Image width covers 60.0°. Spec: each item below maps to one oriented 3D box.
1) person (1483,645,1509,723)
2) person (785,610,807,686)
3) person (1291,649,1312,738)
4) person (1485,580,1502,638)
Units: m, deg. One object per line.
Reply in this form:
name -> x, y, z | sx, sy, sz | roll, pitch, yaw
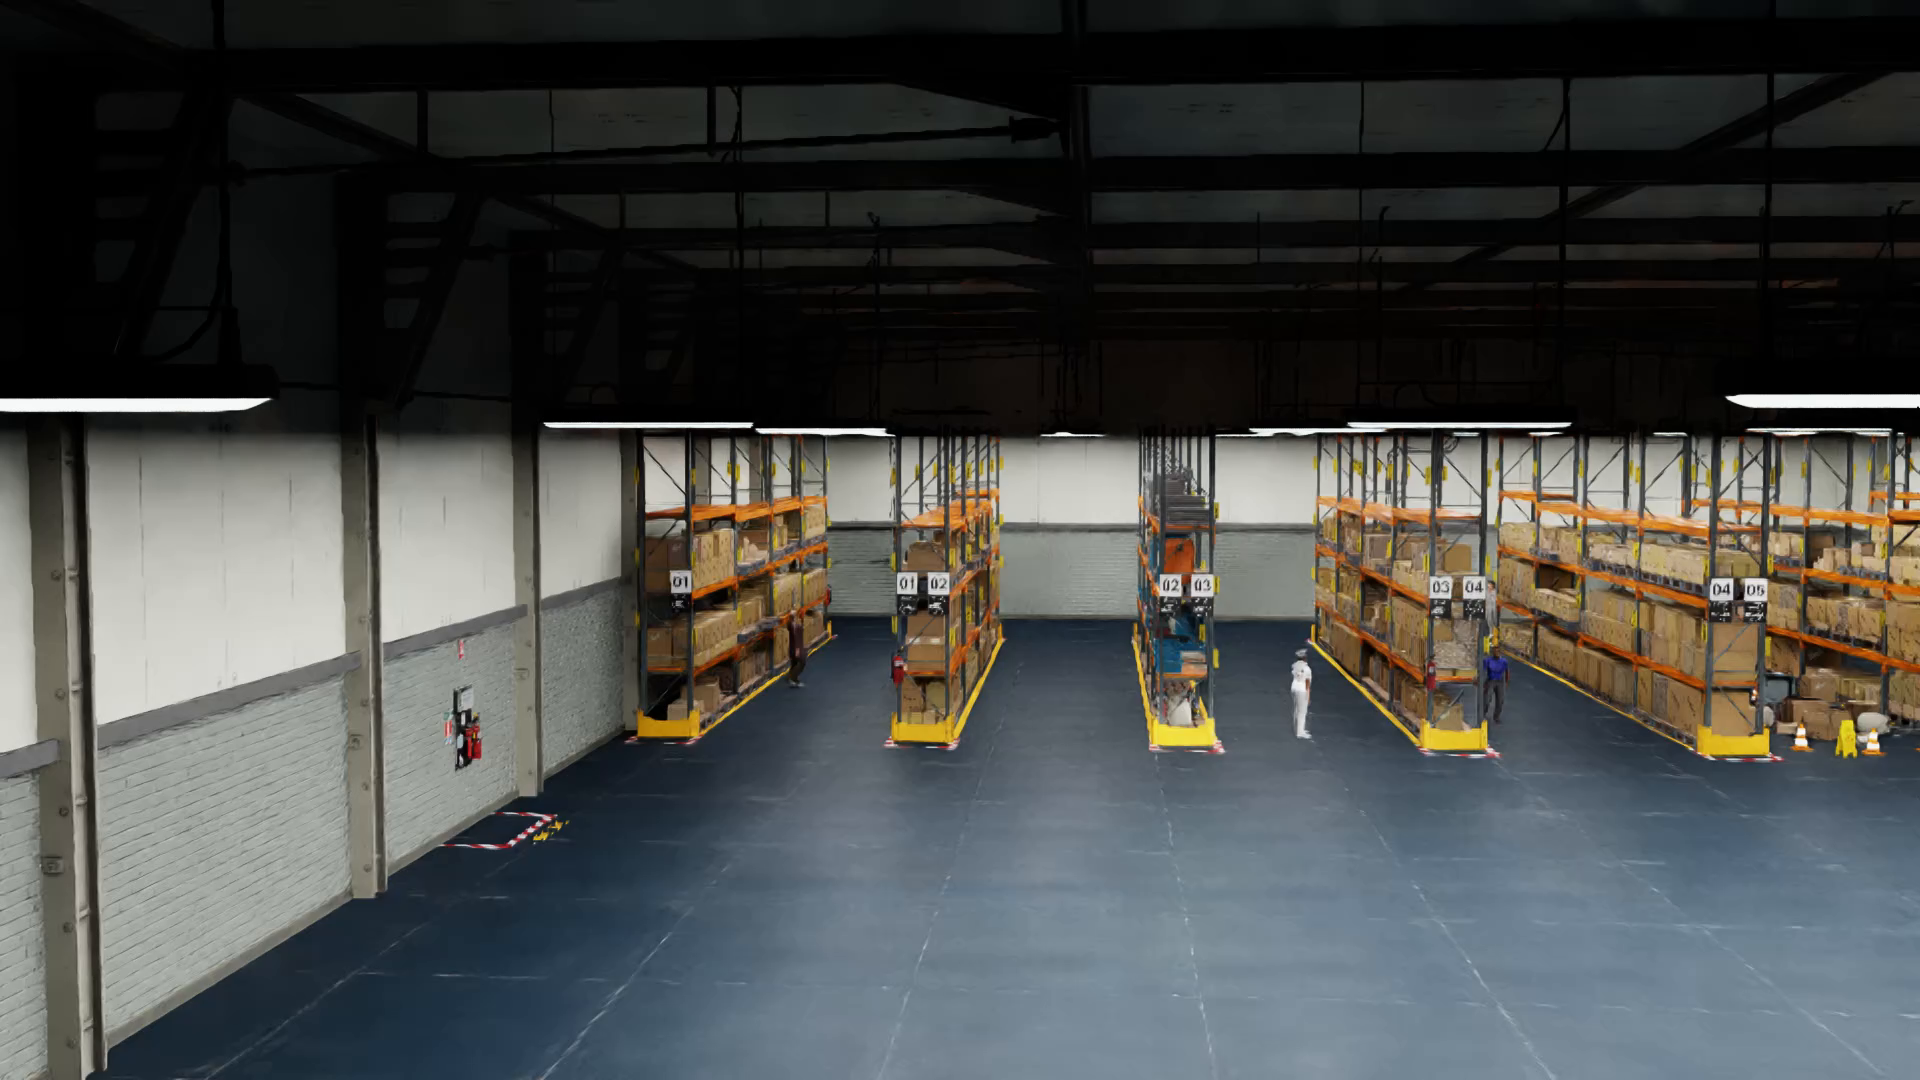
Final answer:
person -> 10.711, 2.907, 33.410 | 0.571, 1.581, 0.513 | 0, 3, 2
person -> -3.803, 2.499, 38.325 | 0.518, 1.778, 0.623 | -1, 4, -20
person -> 6.584, 2.929, 31.969 | 0.426, 1.676, 0.498 | -2, 4, -24
person -> 15.420, 1.945, 47.988 | 0.517, 1.597, 0.527 | 3, 5, 41
